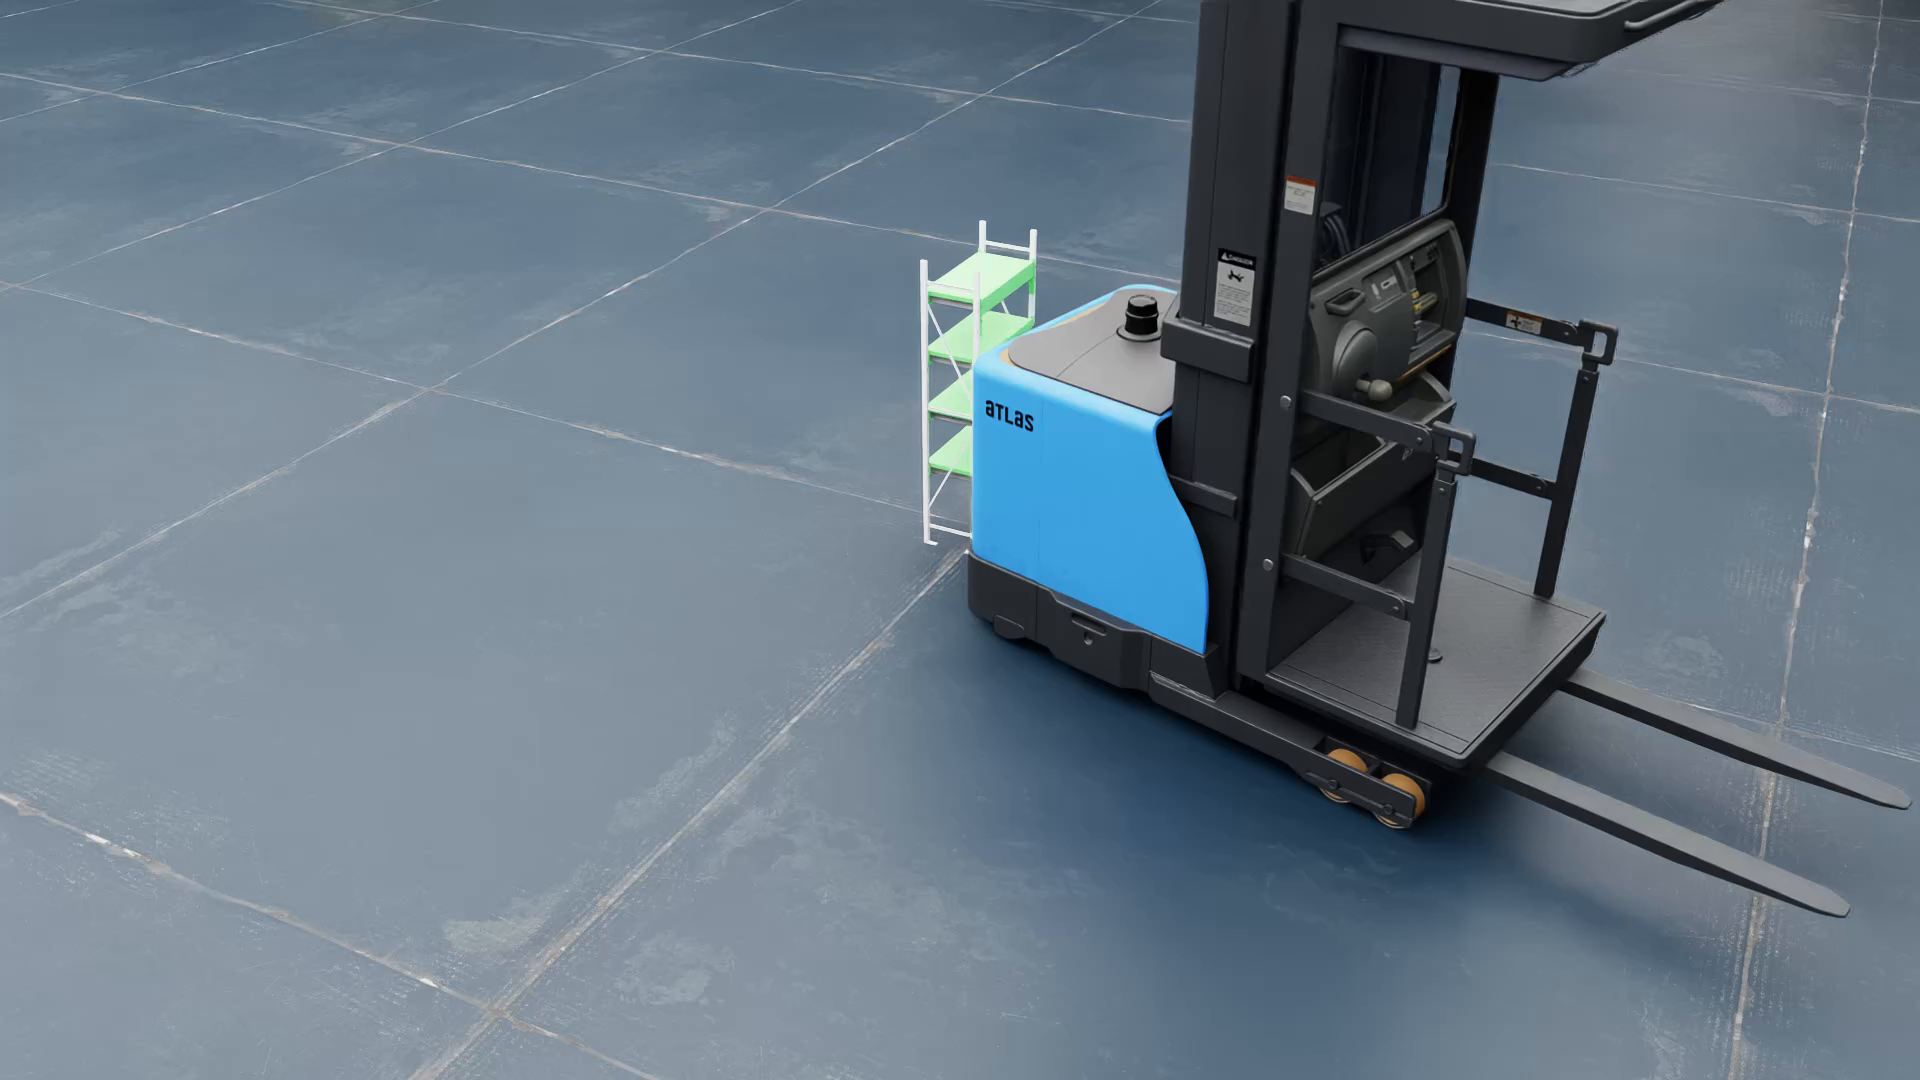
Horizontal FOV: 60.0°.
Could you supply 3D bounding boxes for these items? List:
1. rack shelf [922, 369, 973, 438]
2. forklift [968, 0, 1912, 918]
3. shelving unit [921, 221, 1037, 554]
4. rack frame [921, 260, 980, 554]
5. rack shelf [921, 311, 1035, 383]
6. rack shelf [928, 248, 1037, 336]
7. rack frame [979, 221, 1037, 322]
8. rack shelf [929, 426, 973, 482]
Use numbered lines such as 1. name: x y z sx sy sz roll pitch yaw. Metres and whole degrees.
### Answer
1. rack shelf: 0.075 -0.538 6.611 0.258 0.148 0.480 14 33 23
2. forklift: 1.475 -0.670 4.974 3.031 2.935 1.130 23 37 34
3. shelving unit: 0.075 -0.594 6.579 0.258 1.200 0.503 14 33 23
4. rack frame: -0.036 -0.486 6.391 0.240 1.200 0.015 14 33 23
5. rack shelf: 0.075 -0.746 6.491 0.258 0.148 0.480 14 33 23
6. rack shelf: 0.075 -0.955 6.372 0.258 0.148 0.480 14 33 23
7. rack frame: 0.187 -0.702 6.767 0.240 1.200 0.015 14 33 23
8. rack shelf: 0.075 -0.330 6.730 0.258 0.148 0.480 14 33 23
